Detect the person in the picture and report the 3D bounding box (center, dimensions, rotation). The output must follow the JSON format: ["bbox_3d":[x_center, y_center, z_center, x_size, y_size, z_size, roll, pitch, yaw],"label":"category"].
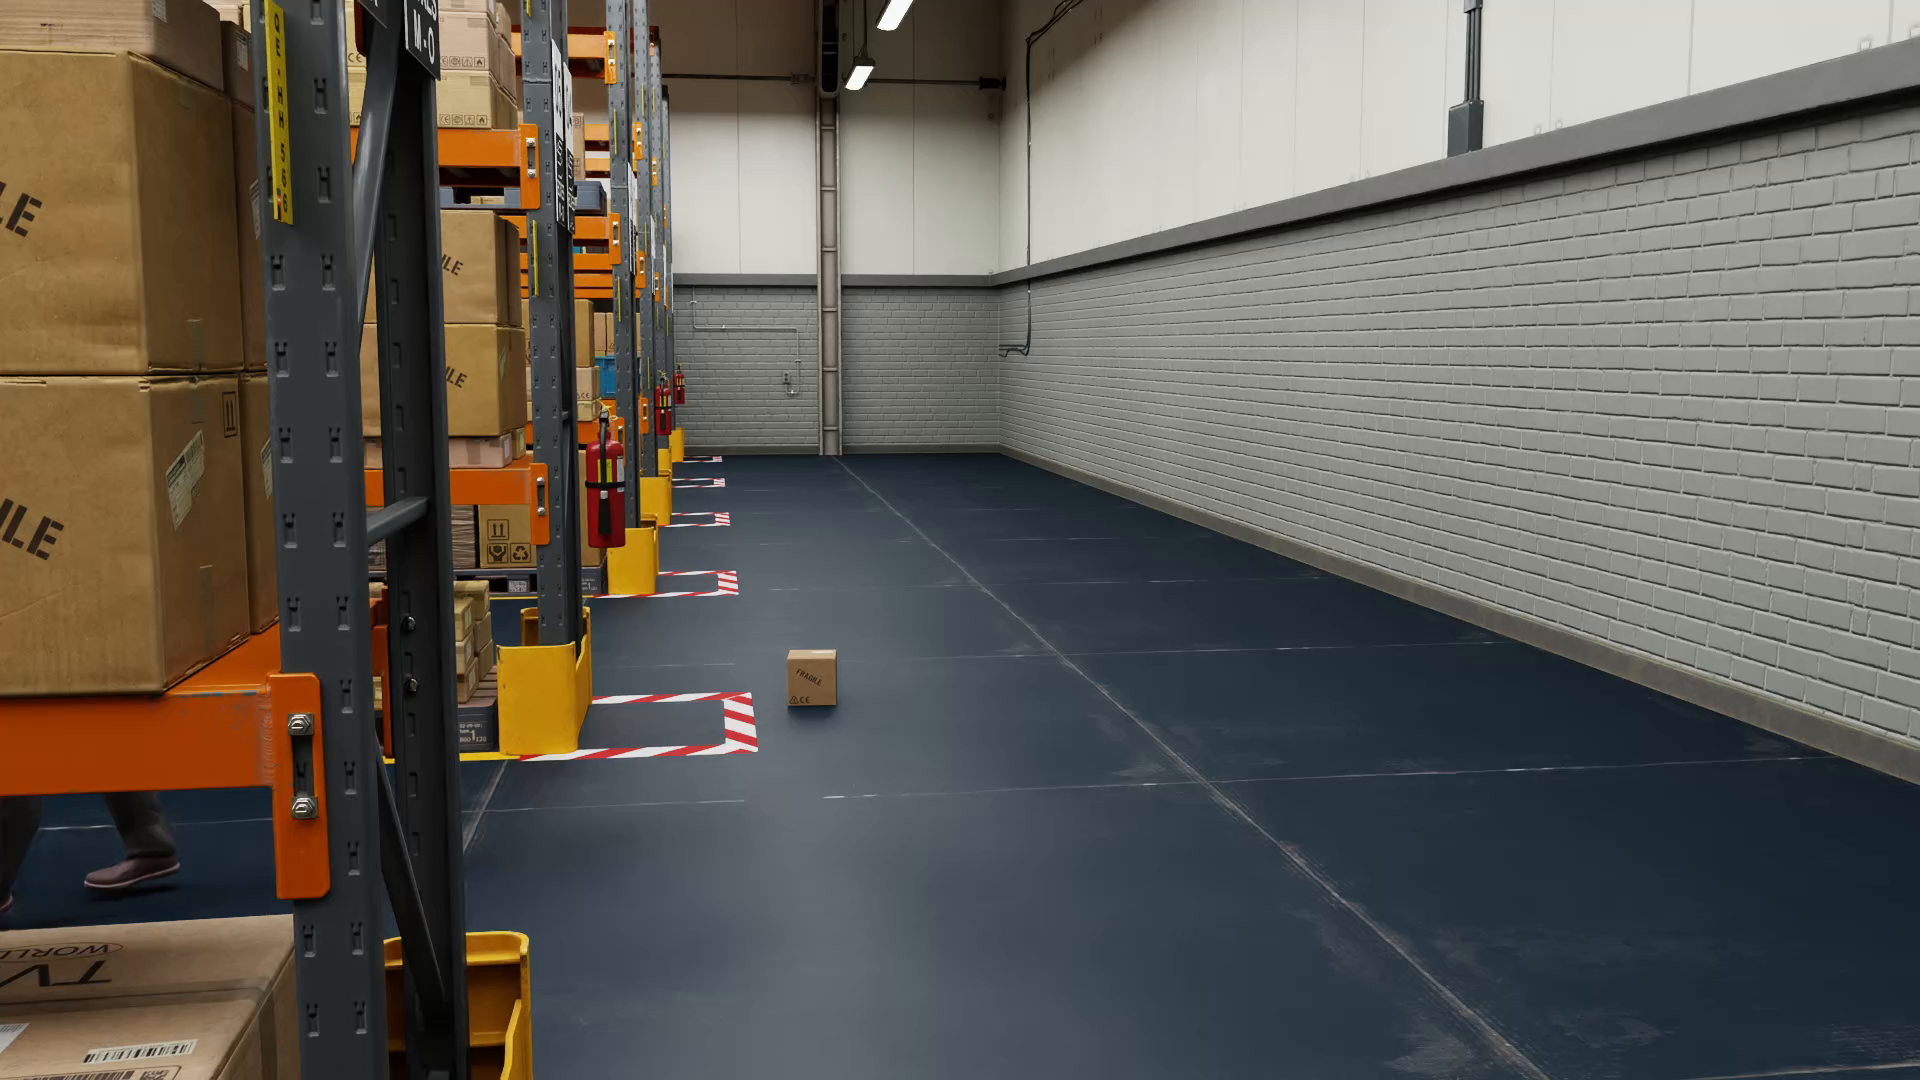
[{"bbox_3d":[-3.004,0.411,5.413,0.788,1.659,0.443,-4,8,-33],"label":"person"}]
